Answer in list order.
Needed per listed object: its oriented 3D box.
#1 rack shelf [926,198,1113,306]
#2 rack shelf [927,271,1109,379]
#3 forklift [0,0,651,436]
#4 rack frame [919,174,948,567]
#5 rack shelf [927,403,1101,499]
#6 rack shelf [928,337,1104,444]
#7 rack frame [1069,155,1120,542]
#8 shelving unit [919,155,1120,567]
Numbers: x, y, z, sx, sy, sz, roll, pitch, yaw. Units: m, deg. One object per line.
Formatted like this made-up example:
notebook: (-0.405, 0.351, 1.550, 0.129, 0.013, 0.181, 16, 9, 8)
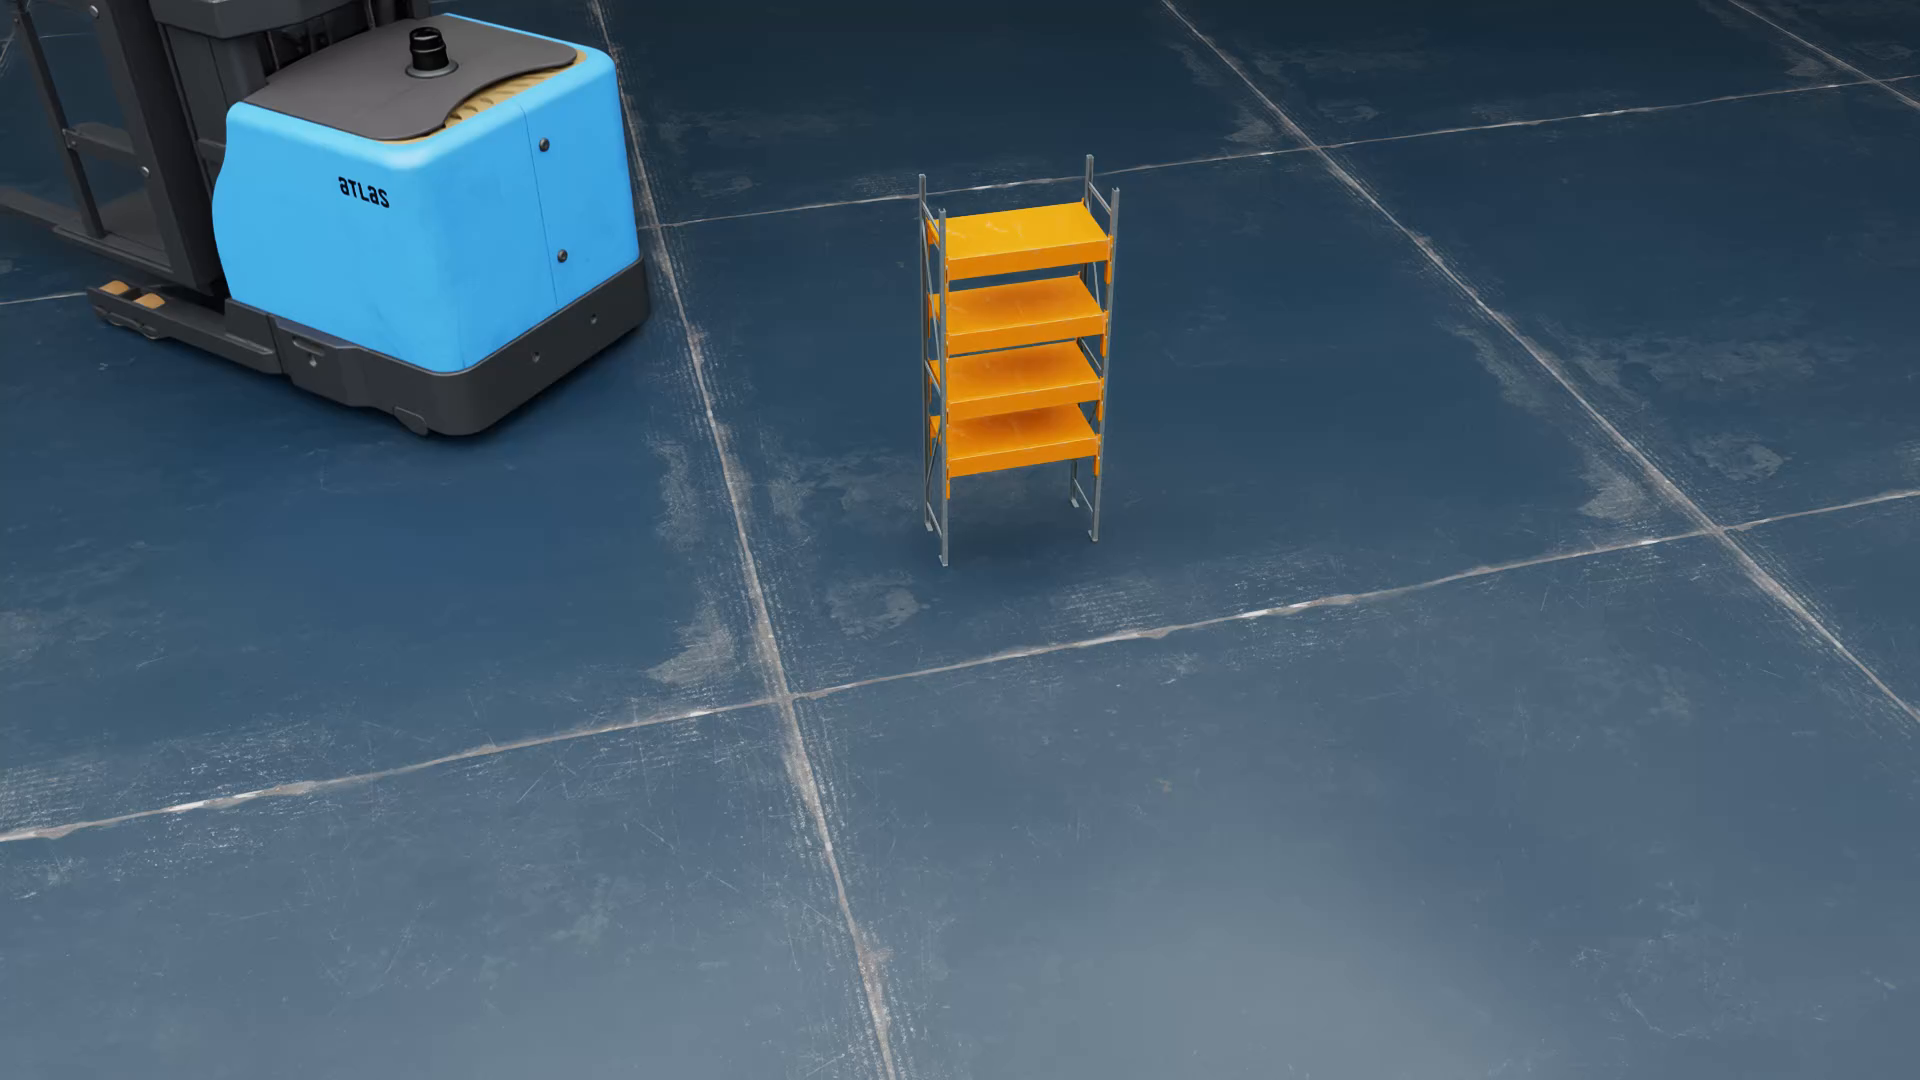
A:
rack shelf: (0.160, -0.815, 4.681, 0.480, 0.148, 0.258, -9, 38, -12)
rack shelf: (0.160, -0.627, 4.825, 0.480, 0.148, 0.258, -9, 38, -12)
forklift: (-2.694, -2.172, 5.678, 3.031, 2.935, 1.130, 20, 42, 24)
rack frame: (-0.076, -0.464, 4.869, 0.015, 1.200, 0.240, -9, 38, -12)
rack shelf: (0.160, -0.292, 5.081, 0.480, 0.148, 0.258, -9, 38, -12)
rack shelf: (0.160, -0.449, 4.961, 0.480, 0.148, 0.258, -9, 38, -12)
rack frame: (0.395, -0.541, 4.970, 0.015, 1.200, 0.240, -9, 38, -12)
shelving unit: (0.160, -0.503, 4.920, 0.503, 1.200, 0.258, -9, 38, -12)
